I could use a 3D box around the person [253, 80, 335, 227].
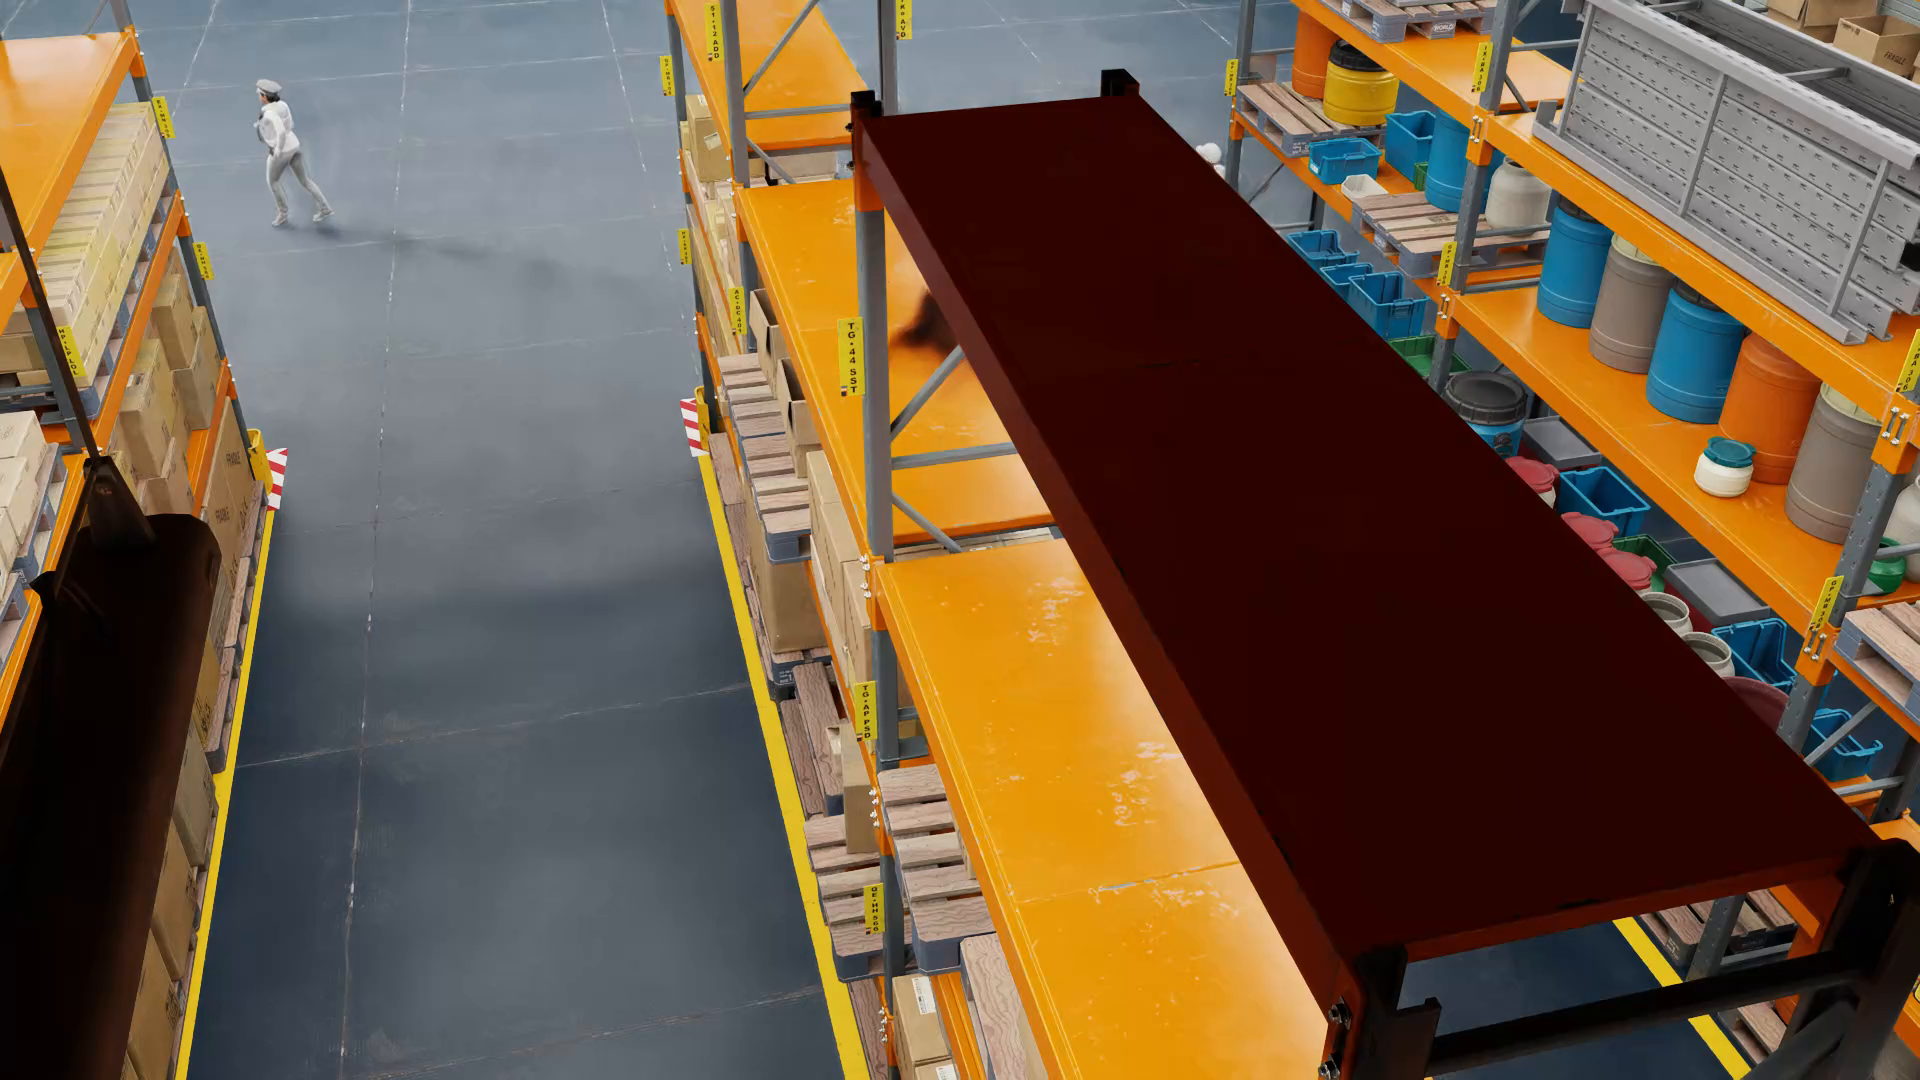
[{"bbox_3d":[-7.705,-4.401,19.026,0.816,1.737,0.556,10,36,14],"label":"person"}]

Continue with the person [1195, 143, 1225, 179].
[{"bbox_3d":[2.570,-3.290,17.377,0.789,1.777,0.729,14,37,19],"label":"person"}]
